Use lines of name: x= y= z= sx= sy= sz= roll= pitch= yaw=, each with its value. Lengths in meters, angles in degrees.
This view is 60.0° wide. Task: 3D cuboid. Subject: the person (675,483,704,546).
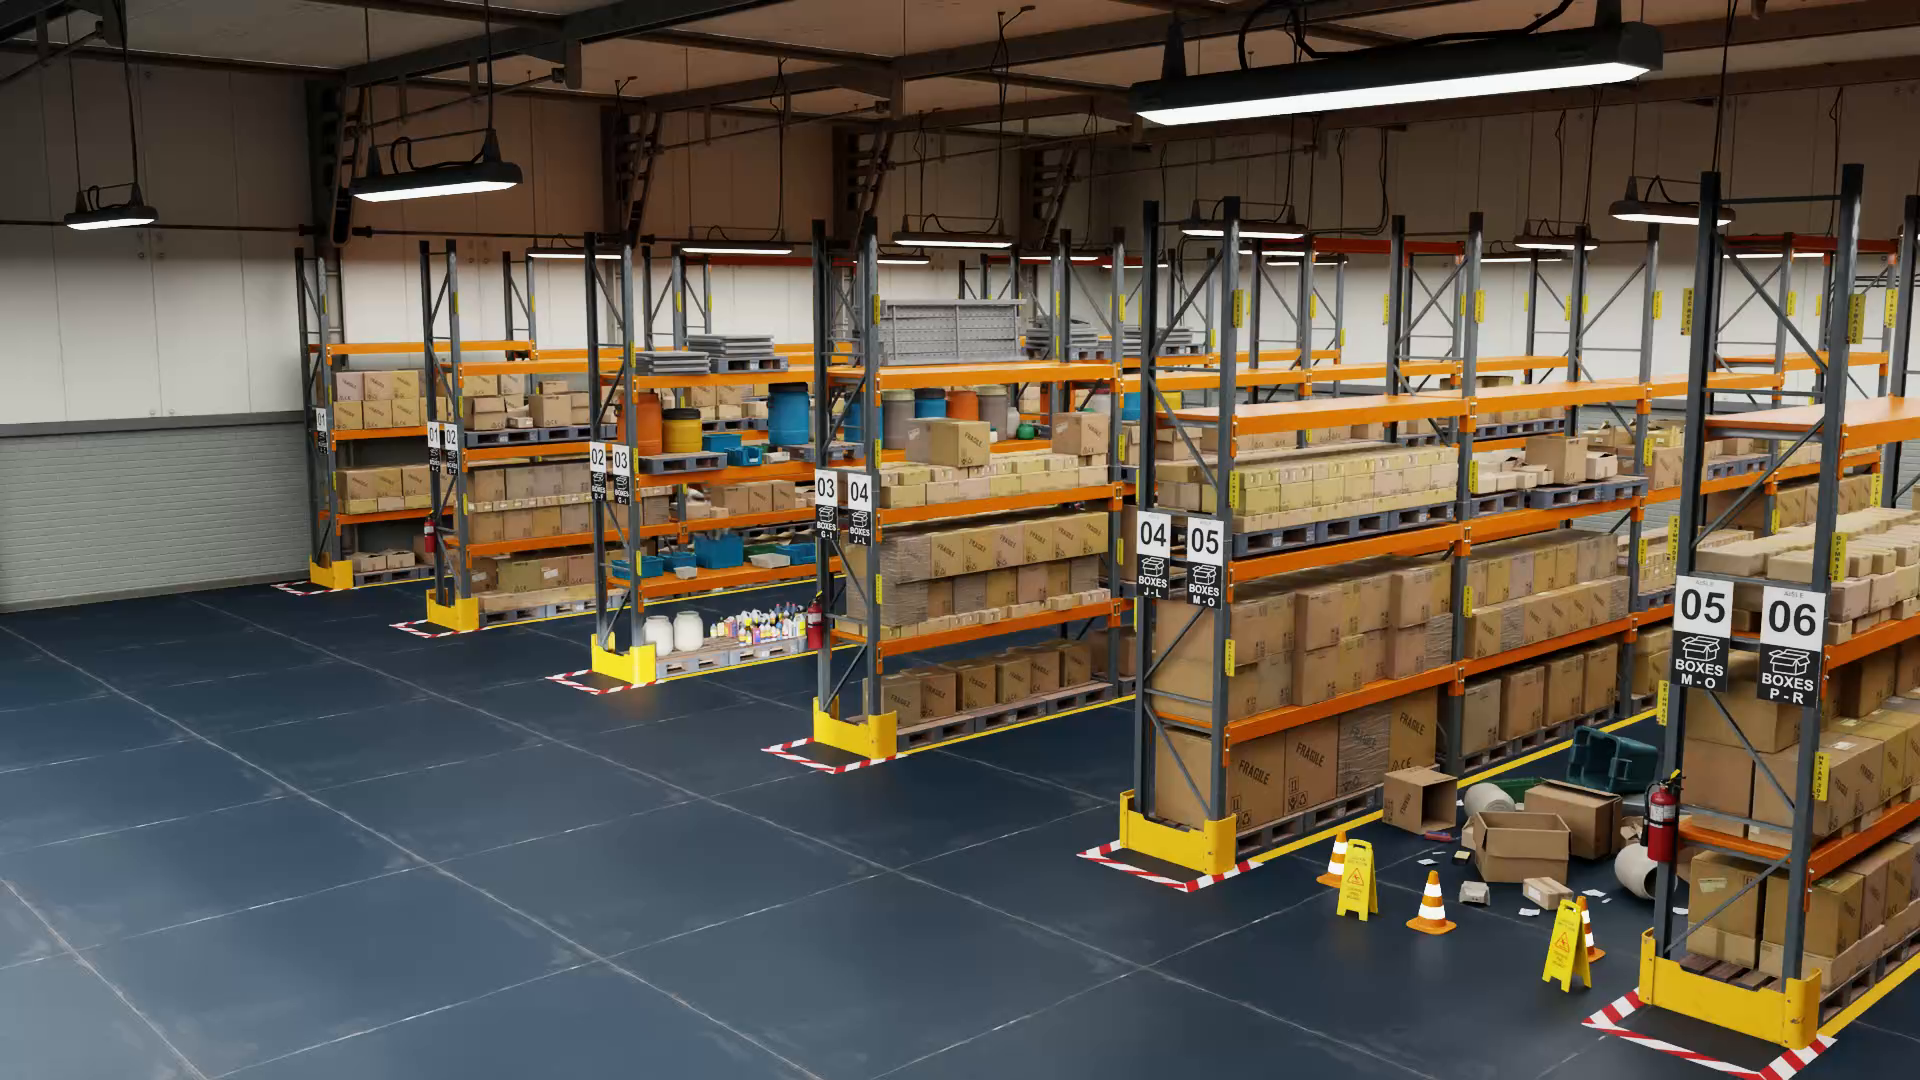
person: x=-5.261 y=-0.411 z=32.405 sx=0.569 sy=1.746 sz=0.893 roll=8 pitch=11 yaw=43

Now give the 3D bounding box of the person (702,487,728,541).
person: x=-4.676 y=-0.259 z=31.739 sx=0.595 sy=1.571 sz=0.724 roll=4 pitch=9 yaw=27
